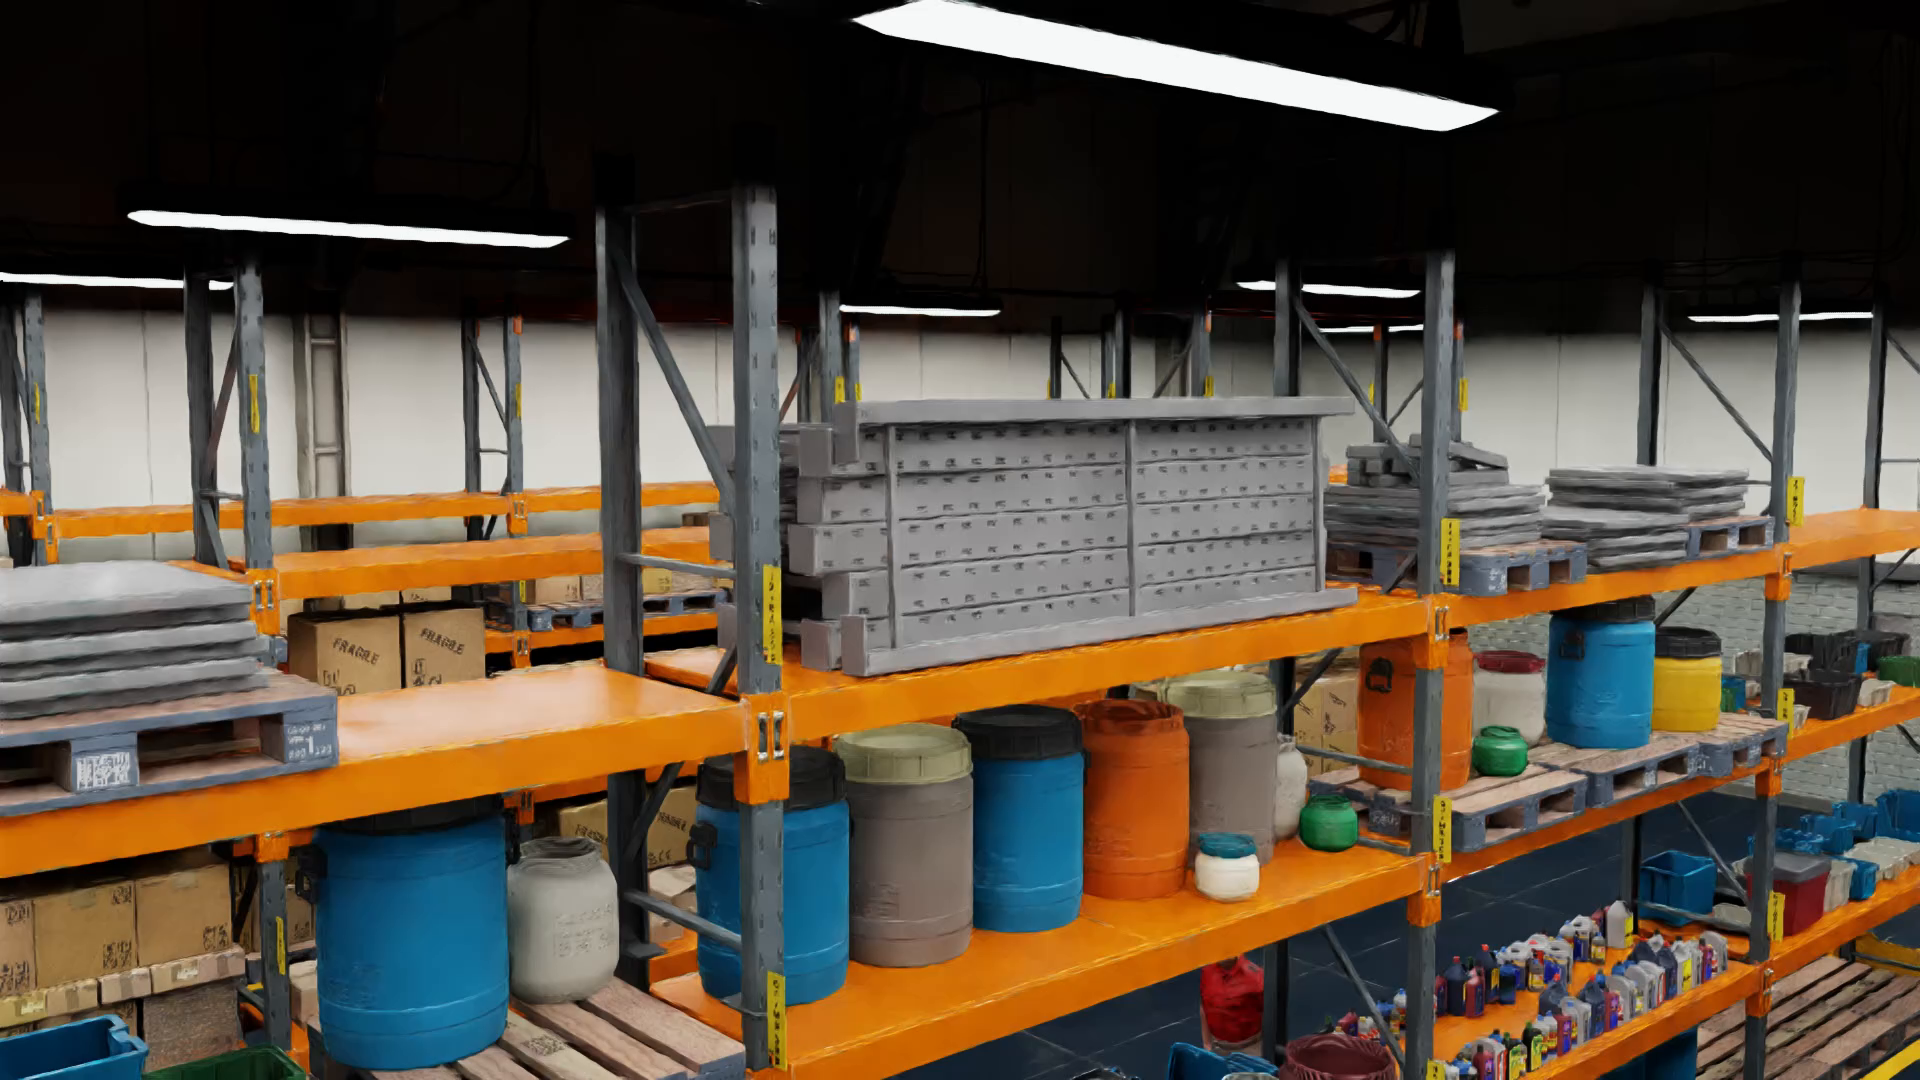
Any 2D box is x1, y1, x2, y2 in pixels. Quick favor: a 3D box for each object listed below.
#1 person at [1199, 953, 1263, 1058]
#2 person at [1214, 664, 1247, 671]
[{"bbox_3d":[1.769,3.305,10.846,1.126,1.645,0.542,-4,7,-39],"label":"person"},{"bbox_3d":[3.566,2.137,22.619,0.695,1.763,0.470,-1,5,-9],"label":"person"}]
